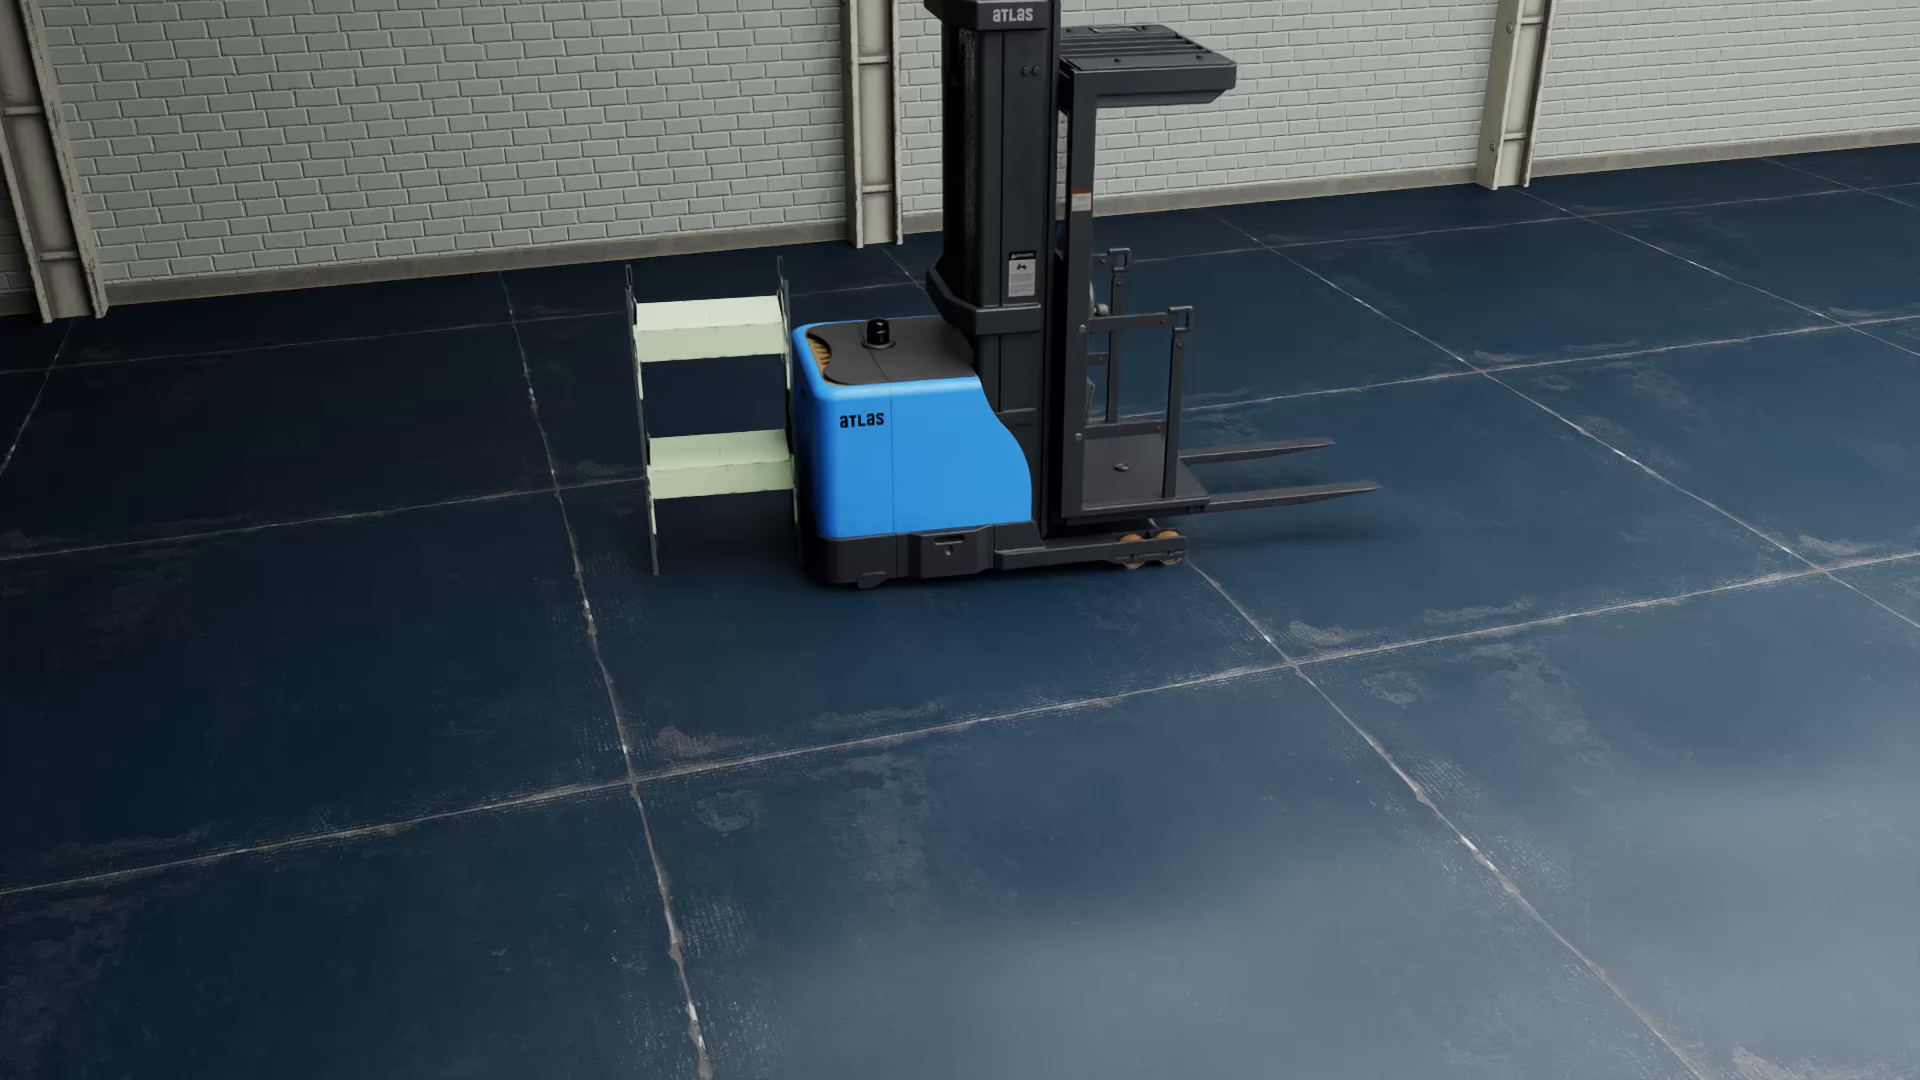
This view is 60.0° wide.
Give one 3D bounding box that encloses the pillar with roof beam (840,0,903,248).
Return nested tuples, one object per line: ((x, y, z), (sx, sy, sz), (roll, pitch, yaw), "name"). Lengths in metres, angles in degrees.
((0.632, -4.678, 8.052), (0.400, 9.000, 9.100), (-8, 28, -16), "pillar with roof beam")

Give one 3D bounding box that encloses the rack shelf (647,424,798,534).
((-1.208, -0.315, 8.426), (0.720, 0.370, 0.431), (-5, 27, -9), "rack shelf")

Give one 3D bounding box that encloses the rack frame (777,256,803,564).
((-0.850, -0.637, 8.335), (0.023, 1.500, 0.400), (-5, 27, -9), "rack frame")

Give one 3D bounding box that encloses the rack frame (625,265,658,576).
((-1.571, -0.577, 8.225), (0.023, 1.500, 0.400), (-5, 27, -9), "rack frame")

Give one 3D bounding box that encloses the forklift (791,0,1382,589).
((0.687, -1.396, 8.265), (3.031, 2.935, 1.130), (-6, 27, -11), "forklift")

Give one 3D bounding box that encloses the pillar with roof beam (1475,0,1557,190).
((6.337, -5.504, 9.717), (0.400, 9.000, 9.100), (-8, 28, -16), "pillar with roof beam")

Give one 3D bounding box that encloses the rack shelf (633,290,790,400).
((-1.213, -0.956, 8.106), (0.720, 0.370, 0.431), (-5, 27, -9), "rack shelf")

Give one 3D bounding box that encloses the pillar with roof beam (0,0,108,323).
((-5.073, -3.851, 6.388), (0.400, 9.000, 9.100), (-8, 28, -16), "pillar with roof beam")

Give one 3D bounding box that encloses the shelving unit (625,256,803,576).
((-1.210, -0.607, 8.280), (0.755, 1.500, 0.431), (-5, 27, -9), "shelving unit")
